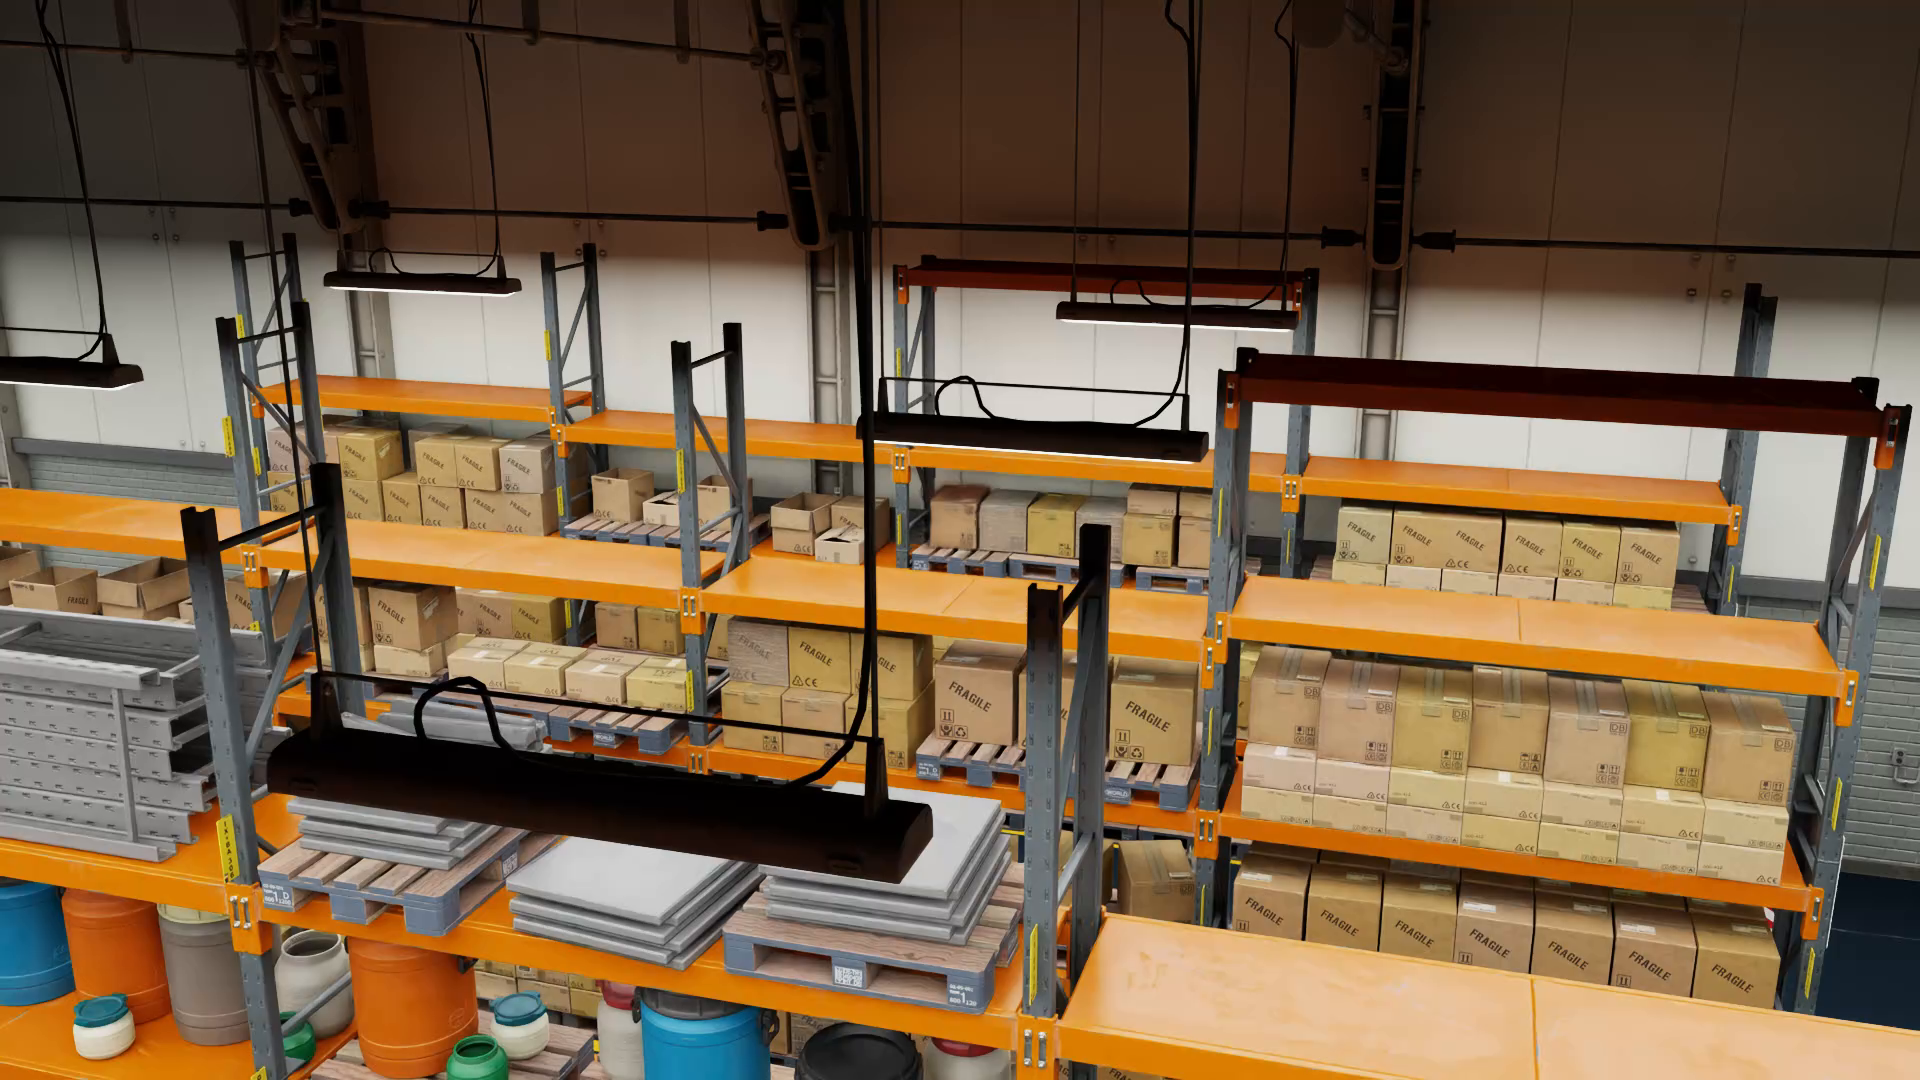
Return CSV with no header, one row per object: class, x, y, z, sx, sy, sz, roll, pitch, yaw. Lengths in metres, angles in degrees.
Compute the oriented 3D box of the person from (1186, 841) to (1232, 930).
person,2.145,3.084,15.017,0.936,1.632,0.538,11,19,33
